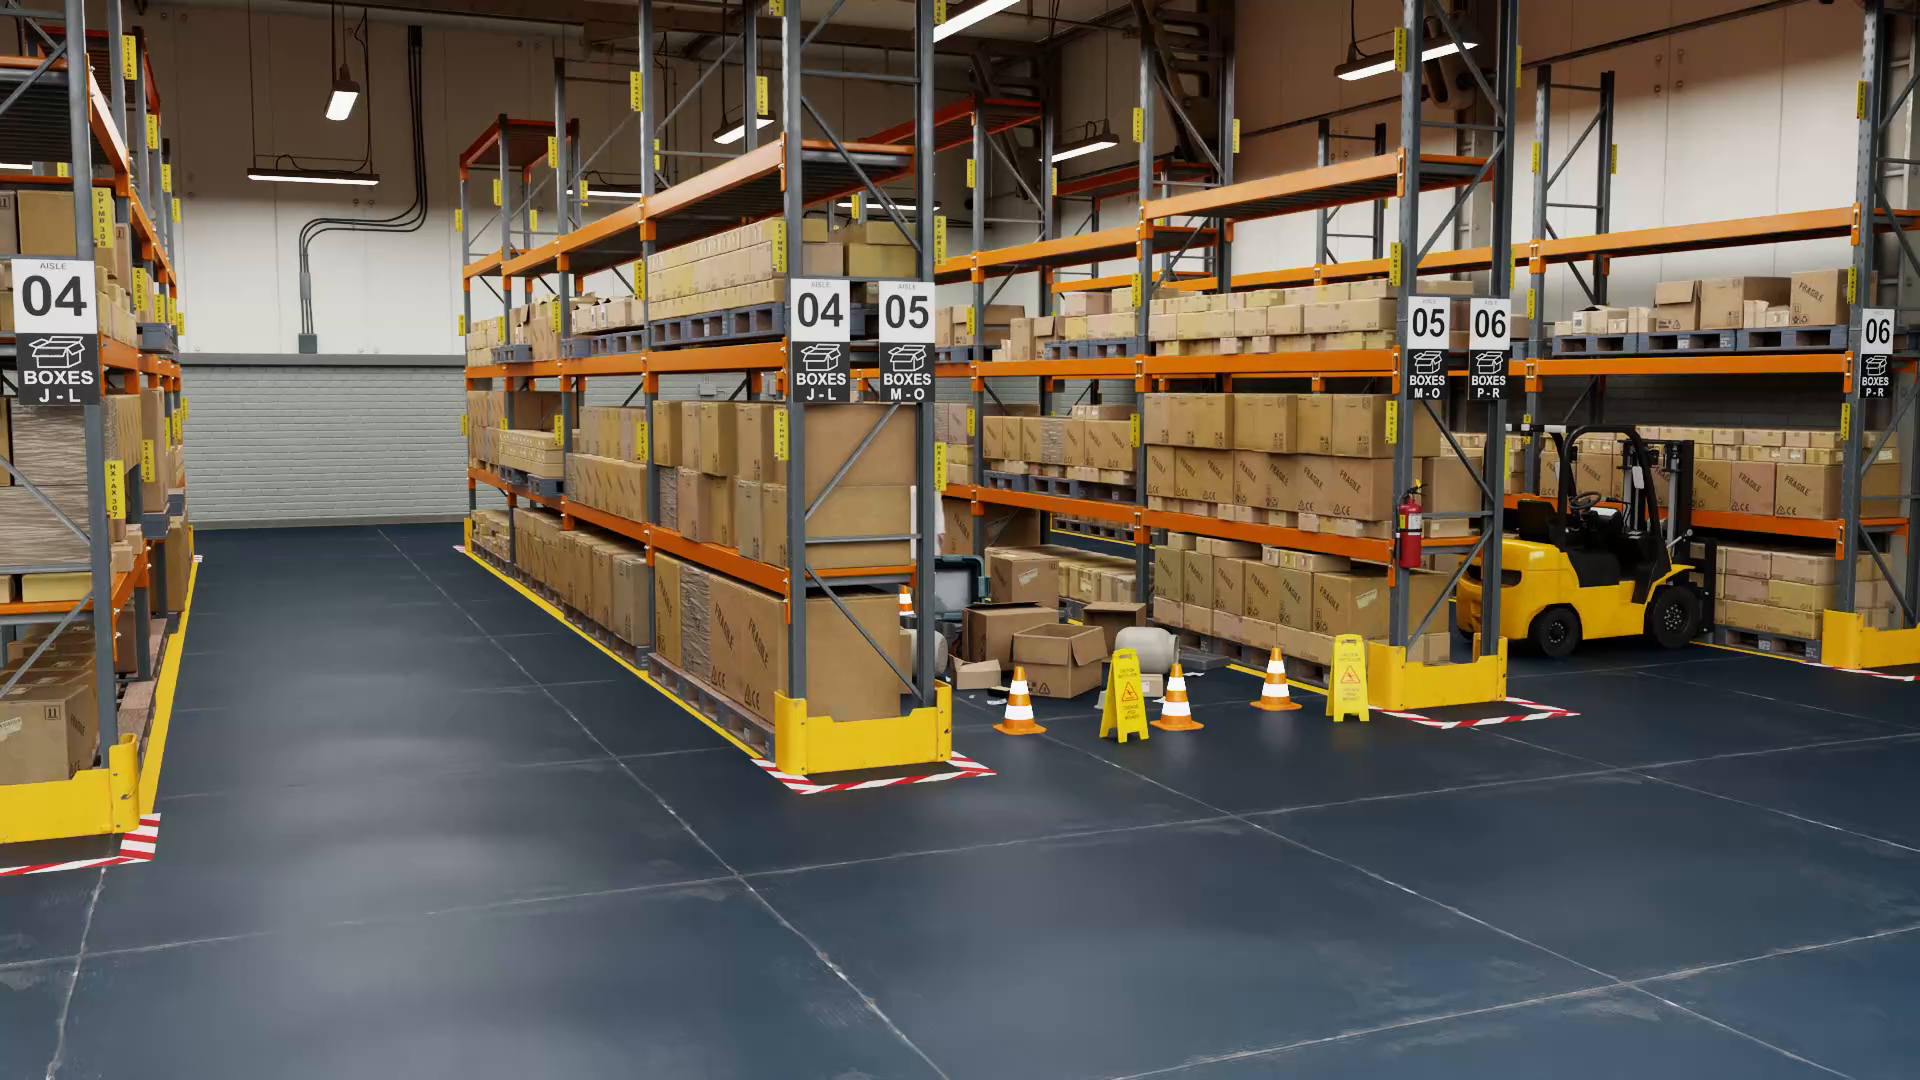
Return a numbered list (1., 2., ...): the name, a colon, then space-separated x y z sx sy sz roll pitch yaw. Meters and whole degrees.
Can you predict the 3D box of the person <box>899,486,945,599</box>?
1. person: -0.434 -0.015 18.040 0.579 1.752 0.390 -2 6 -22
